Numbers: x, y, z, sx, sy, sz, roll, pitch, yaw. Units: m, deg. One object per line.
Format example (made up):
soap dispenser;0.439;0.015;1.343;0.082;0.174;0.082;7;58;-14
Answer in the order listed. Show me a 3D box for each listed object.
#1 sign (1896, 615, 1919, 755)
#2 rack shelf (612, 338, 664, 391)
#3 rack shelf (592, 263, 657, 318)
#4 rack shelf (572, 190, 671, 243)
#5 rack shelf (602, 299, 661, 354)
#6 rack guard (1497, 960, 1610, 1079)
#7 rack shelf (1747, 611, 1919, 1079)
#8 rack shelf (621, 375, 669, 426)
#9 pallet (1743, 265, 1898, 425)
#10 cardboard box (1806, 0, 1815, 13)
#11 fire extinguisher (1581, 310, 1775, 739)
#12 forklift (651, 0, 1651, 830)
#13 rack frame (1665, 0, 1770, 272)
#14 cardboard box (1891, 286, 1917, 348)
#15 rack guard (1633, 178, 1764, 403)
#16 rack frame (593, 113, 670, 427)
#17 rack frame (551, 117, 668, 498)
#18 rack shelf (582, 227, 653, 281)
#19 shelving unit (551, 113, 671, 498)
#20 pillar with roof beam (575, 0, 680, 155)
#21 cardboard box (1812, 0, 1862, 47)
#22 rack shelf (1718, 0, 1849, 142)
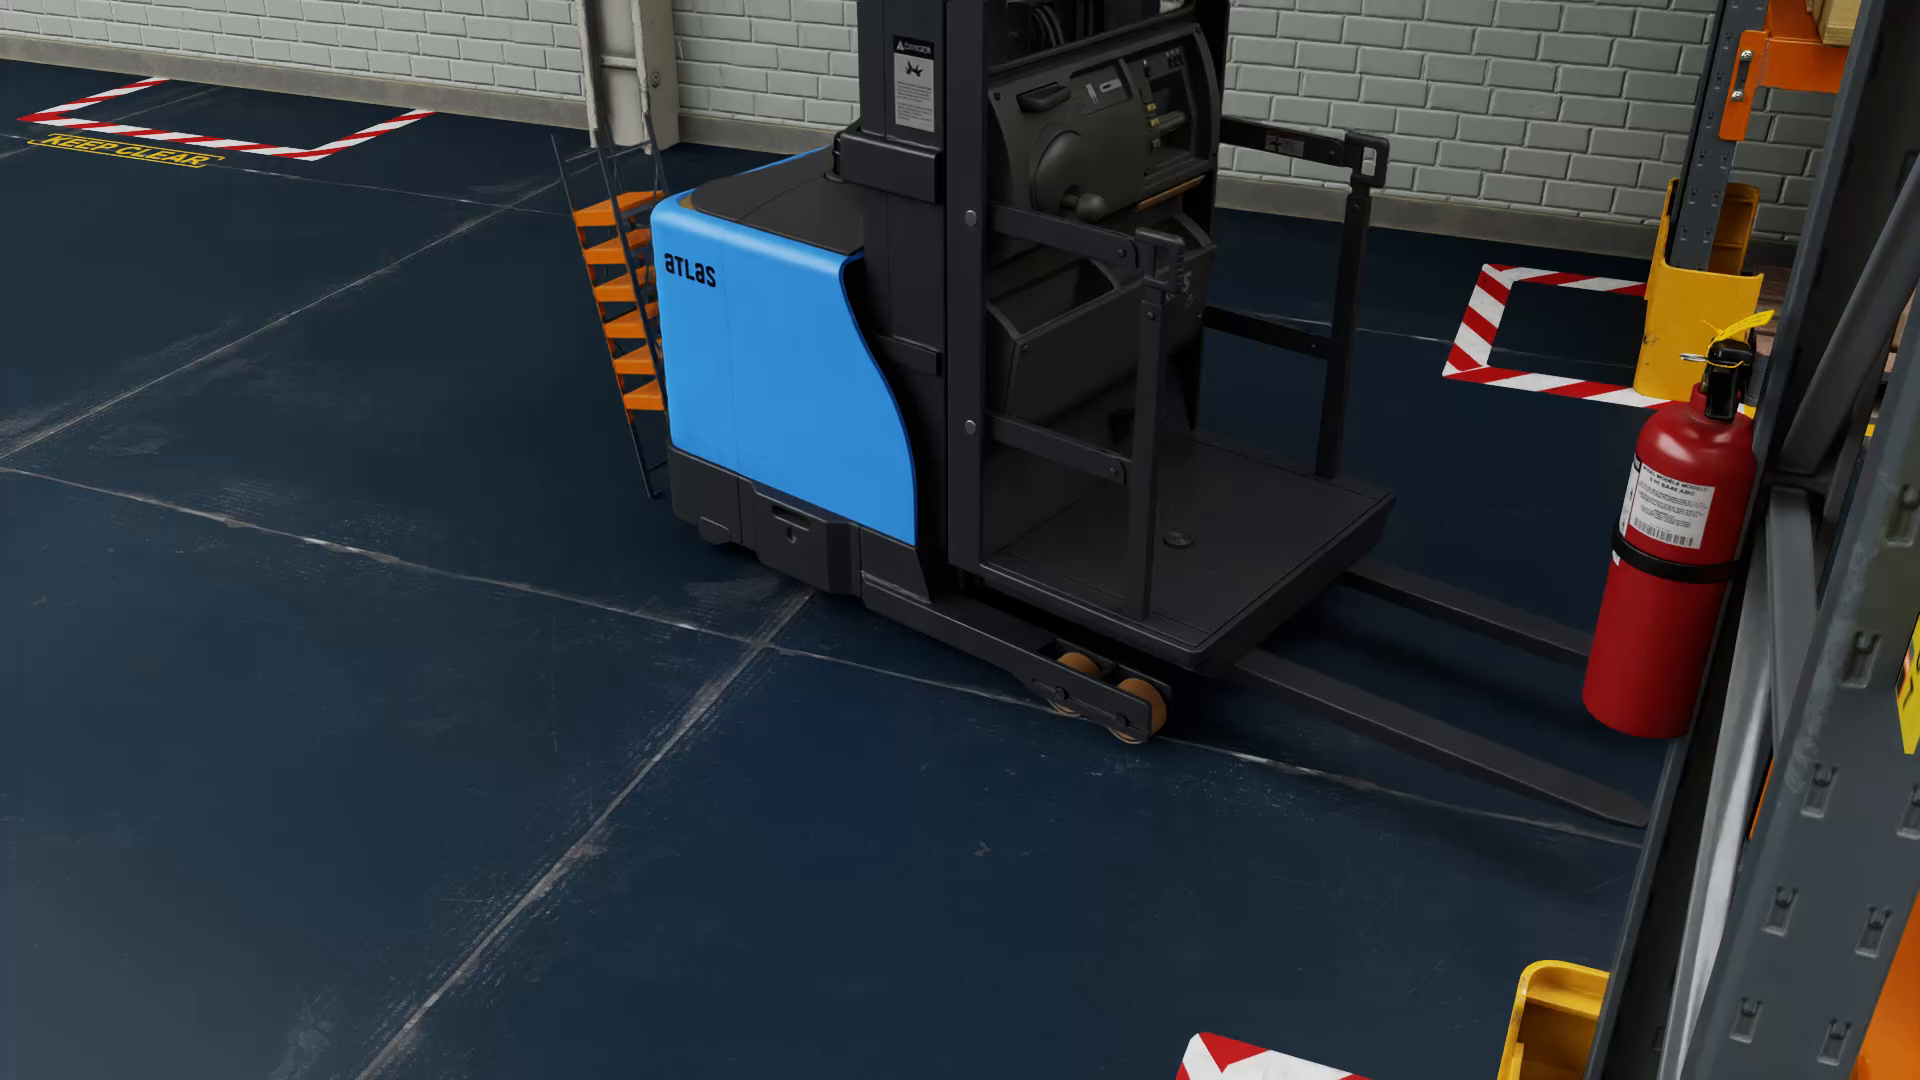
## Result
sign;0.747;0.002;1.237;0.005;0.325;0.100;11;31;19
rack shelf;-0.961;-0.575;5.361;0.180;0.103;0.258;6;28;35
rack shelf;-1.003;-0.793;5.269;0.180;0.103;0.258;6;28;35
rack shelf;-1.046;-1.011;5.178;0.180;0.103;0.258;6;28;35
rack shelf;-0.982;-0.684;5.315;0.180;0.103;0.258;6;28;35
rack guard;0.939;1.245;2.539;0.348;0.500;1.175;11;31;19
rack shelf;2.815;0.845;1.438;4.000;0.370;1.077;11;31;19
rack shelf;-0.940;-0.466;5.406;0.180;0.103;0.258;6;28;35
pallet;3.631;-0.703;6.280;1.213;0.211;1.003;11;31;19
cardboard box;3.327;-2.043;5.948;0.500;0.250;0.500;12;32;20
fire extinguisher;1.027;-0.038;2.348;0.183;0.674;0.296;11;31;19
forklift;0.549;-1.043;4.116;3.031;2.935;1.130;22;36;33
rack frame;2.821;-2.098;5.913;0.127;3.000;1.000;11;31;19
cardboard box;3.428;-0.950;6.167;0.500;0.311;0.500;8;30;13
rack guard;2.891;-0.996;6.503;0.348;0.500;1.175;11;31;19
rack frame;-0.915;-0.717;5.246;0.006;1.200;0.240;6;28;35
rack frame;-1.065;-0.732;5.350;0.006;1.200;0.240;6;28;35
rack shelf;-1.025;-0.902;5.224;0.180;0.103;0.258;6;28;35
shelving unit;-0.990;-0.724;5.298;0.189;1.200;0.258;6;28;35
pillar with roof beam;-3.384;-4.121;3.397;0.400;9.000;9.100;11;31;19
cardboard box;3.154;-1.806;5.529;0.500;0.250;0.500;10;31;18
rack shelf;4.674;-1.415;5.435;4.000;0.370;1.077;11;31;19
